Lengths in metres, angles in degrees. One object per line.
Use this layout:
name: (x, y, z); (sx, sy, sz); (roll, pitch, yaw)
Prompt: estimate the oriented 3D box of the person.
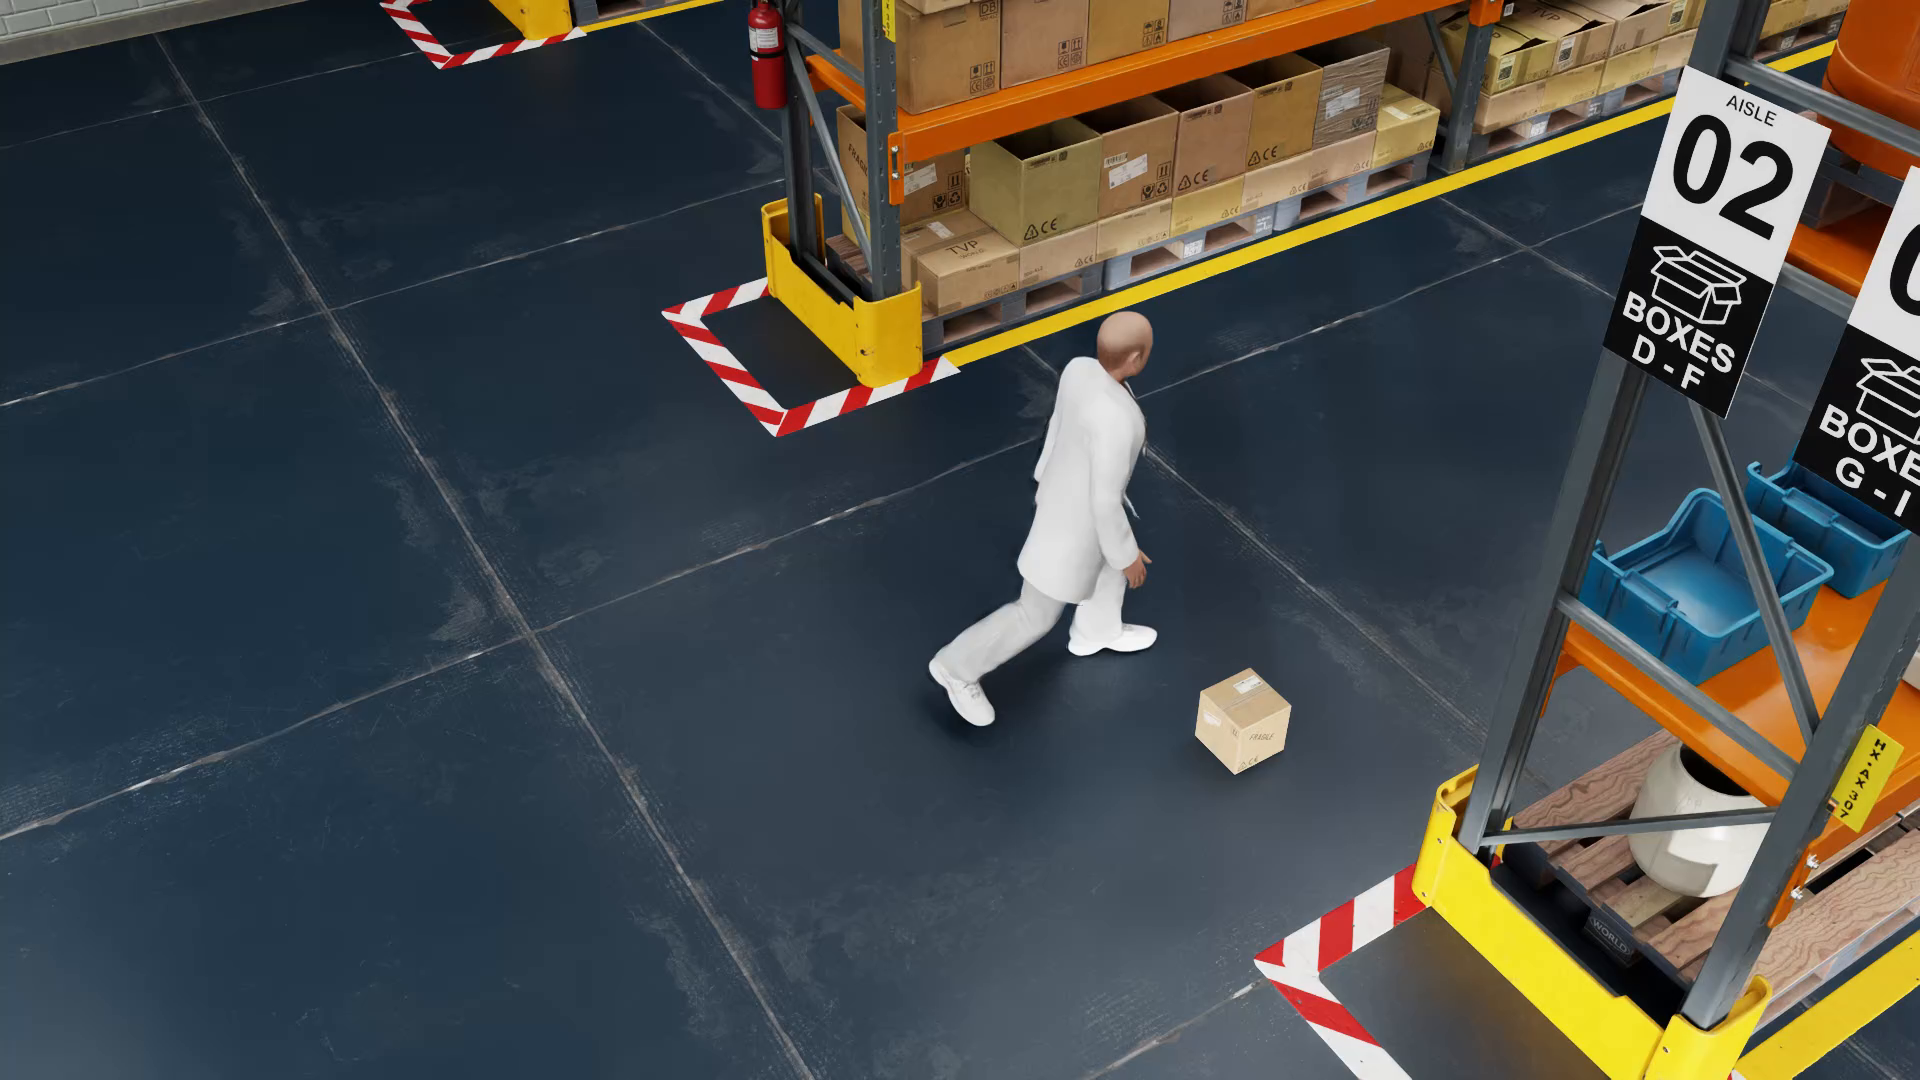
person: (0.354, -0.085, 6.296); (0.962, 1.718, 0.661); (-1, 40, -2)
